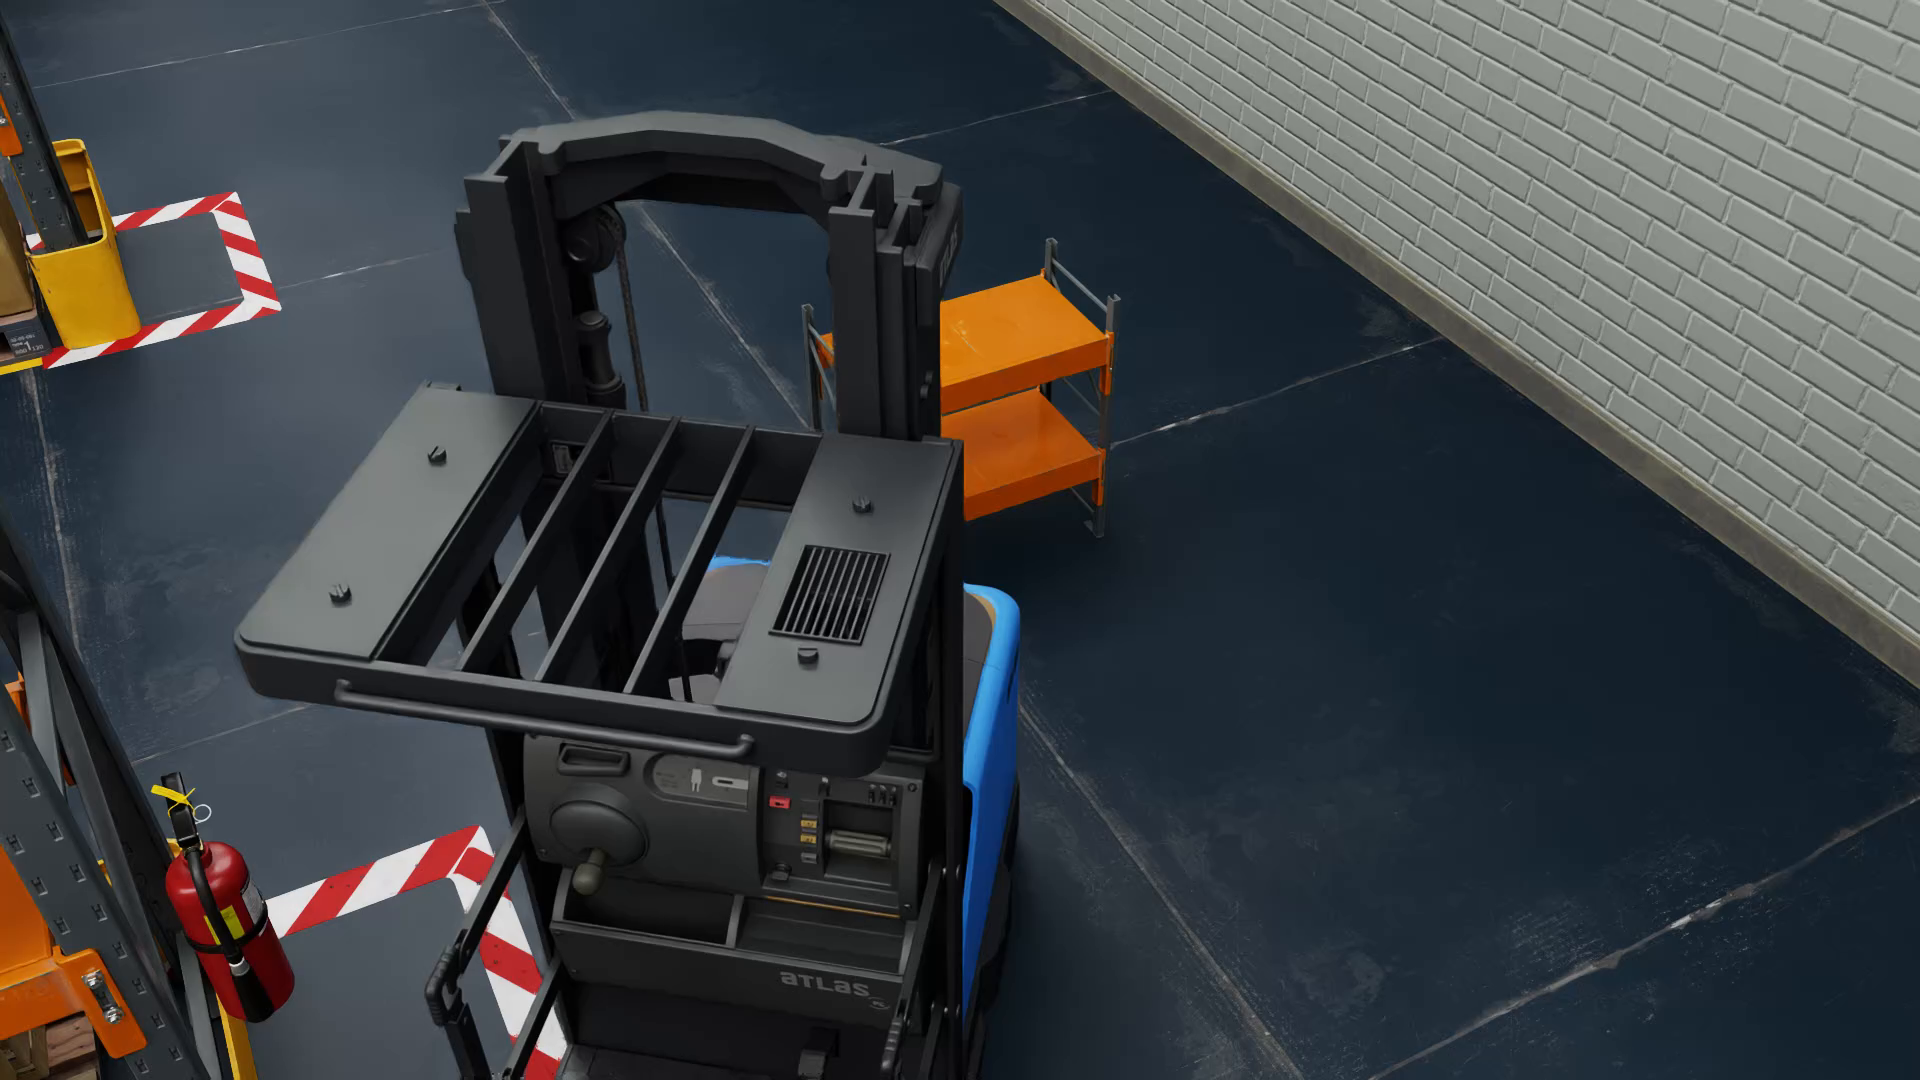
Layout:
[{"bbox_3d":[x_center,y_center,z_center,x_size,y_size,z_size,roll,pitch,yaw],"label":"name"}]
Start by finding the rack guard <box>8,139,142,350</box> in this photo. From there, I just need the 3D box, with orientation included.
[{"bbox_3d":[-4.307,-1.455,8.082,0.348,0.500,1.175,-19,44,-21],"label":"rack guard"}]

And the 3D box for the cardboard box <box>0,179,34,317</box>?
[{"bbox_3d":[-4.859,-1.514,7.536,0.875,0.875,0.875,-19,44,-21],"label":"cardboard box"}]

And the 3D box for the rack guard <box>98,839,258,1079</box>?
[{"bbox_3d":[-2.194,1.448,4.653,0.348,0.500,1.175,-19,44,-21],"label":"rack guard"}]

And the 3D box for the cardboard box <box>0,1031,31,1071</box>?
[{"bbox_3d":[-2.710,1.294,4.550,0.250,0.149,0.380,-17,43,-19],"label":"cardboard box"}]

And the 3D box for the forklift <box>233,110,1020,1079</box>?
[{"bbox_3d":[-0.580,0.726,3.624,1.130,2.935,3.031,7,41,8],"label":"forklift"}]

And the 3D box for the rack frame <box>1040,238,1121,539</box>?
[{"bbox_3d":[0.457,-0.583,6.568,0.032,1.125,0.500,-19,44,-21],"label":"rack frame"}]

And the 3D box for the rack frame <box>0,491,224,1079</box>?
[{"bbox_3d":[-2.127,0.471,3.872,0.127,3.000,1.000,-19,44,-21],"label":"rack frame"}]

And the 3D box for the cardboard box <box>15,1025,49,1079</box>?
[{"bbox_3d":[-2.740,1.372,4.690,0.250,0.149,0.380,-18,43,-20],"label":"cardboard box"}]

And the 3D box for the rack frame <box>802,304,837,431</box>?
[{"bbox_3d":[-0.445,-0.280,6.210,0.032,1.125,0.500,-19,44,-21],"label":"rack frame"}]

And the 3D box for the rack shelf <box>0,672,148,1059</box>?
[{"bbox_3d":[-3.901,1.342,3.399,4.000,0.370,1.077,-19,44,-21],"label":"rack shelf"}]

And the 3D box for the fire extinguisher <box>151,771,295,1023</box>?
[{"bbox_3d":[-1.690,0.832,3.794,0.183,0.674,0.296,-19,44,-21],"label":"fire extinguisher"}]

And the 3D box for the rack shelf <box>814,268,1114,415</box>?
[{"bbox_3d":[0.006,-0.655,6.200,1.000,0.278,0.538,-19,44,-21],"label":"rack shelf"}]

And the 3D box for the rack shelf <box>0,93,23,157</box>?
[{"bbox_3d":[-6.102,-1.530,6.793,4.000,0.370,1.077,-19,44,-21],"label":"rack shelf"}]

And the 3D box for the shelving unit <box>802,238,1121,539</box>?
[{"bbox_3d":[0.006,-0.431,6.389,1.048,1.125,0.538,-19,44,-21],"label":"shelving unit"}]

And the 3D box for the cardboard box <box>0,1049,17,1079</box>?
[{"bbox_3d":[-2.480,1.475,4.107,0.250,0.149,0.380,-18,43,-20],"label":"cardboard box"}]

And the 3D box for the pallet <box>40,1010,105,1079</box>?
[{"bbox_3d":[-2.931,1.780,4.484,1.213,0.211,1.003,-19,44,-21],"label":"pallet"}]

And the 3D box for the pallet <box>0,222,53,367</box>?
[{"bbox_3d":[-5.002,-1.054,7.832,1.213,0.211,1.003,-19,44,-21],"label":"pallet"}]

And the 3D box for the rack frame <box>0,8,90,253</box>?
[{"bbox_3d":[-4.329,-2.402,7.265,0.127,3.000,1.000,-19,44,-21],"label":"rack frame"}]

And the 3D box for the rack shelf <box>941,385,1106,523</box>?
[{"bbox_3d":[0.006,-0.245,6.547,1.000,0.278,0.538,-19,44,-21],"label":"rack shelf"}]
